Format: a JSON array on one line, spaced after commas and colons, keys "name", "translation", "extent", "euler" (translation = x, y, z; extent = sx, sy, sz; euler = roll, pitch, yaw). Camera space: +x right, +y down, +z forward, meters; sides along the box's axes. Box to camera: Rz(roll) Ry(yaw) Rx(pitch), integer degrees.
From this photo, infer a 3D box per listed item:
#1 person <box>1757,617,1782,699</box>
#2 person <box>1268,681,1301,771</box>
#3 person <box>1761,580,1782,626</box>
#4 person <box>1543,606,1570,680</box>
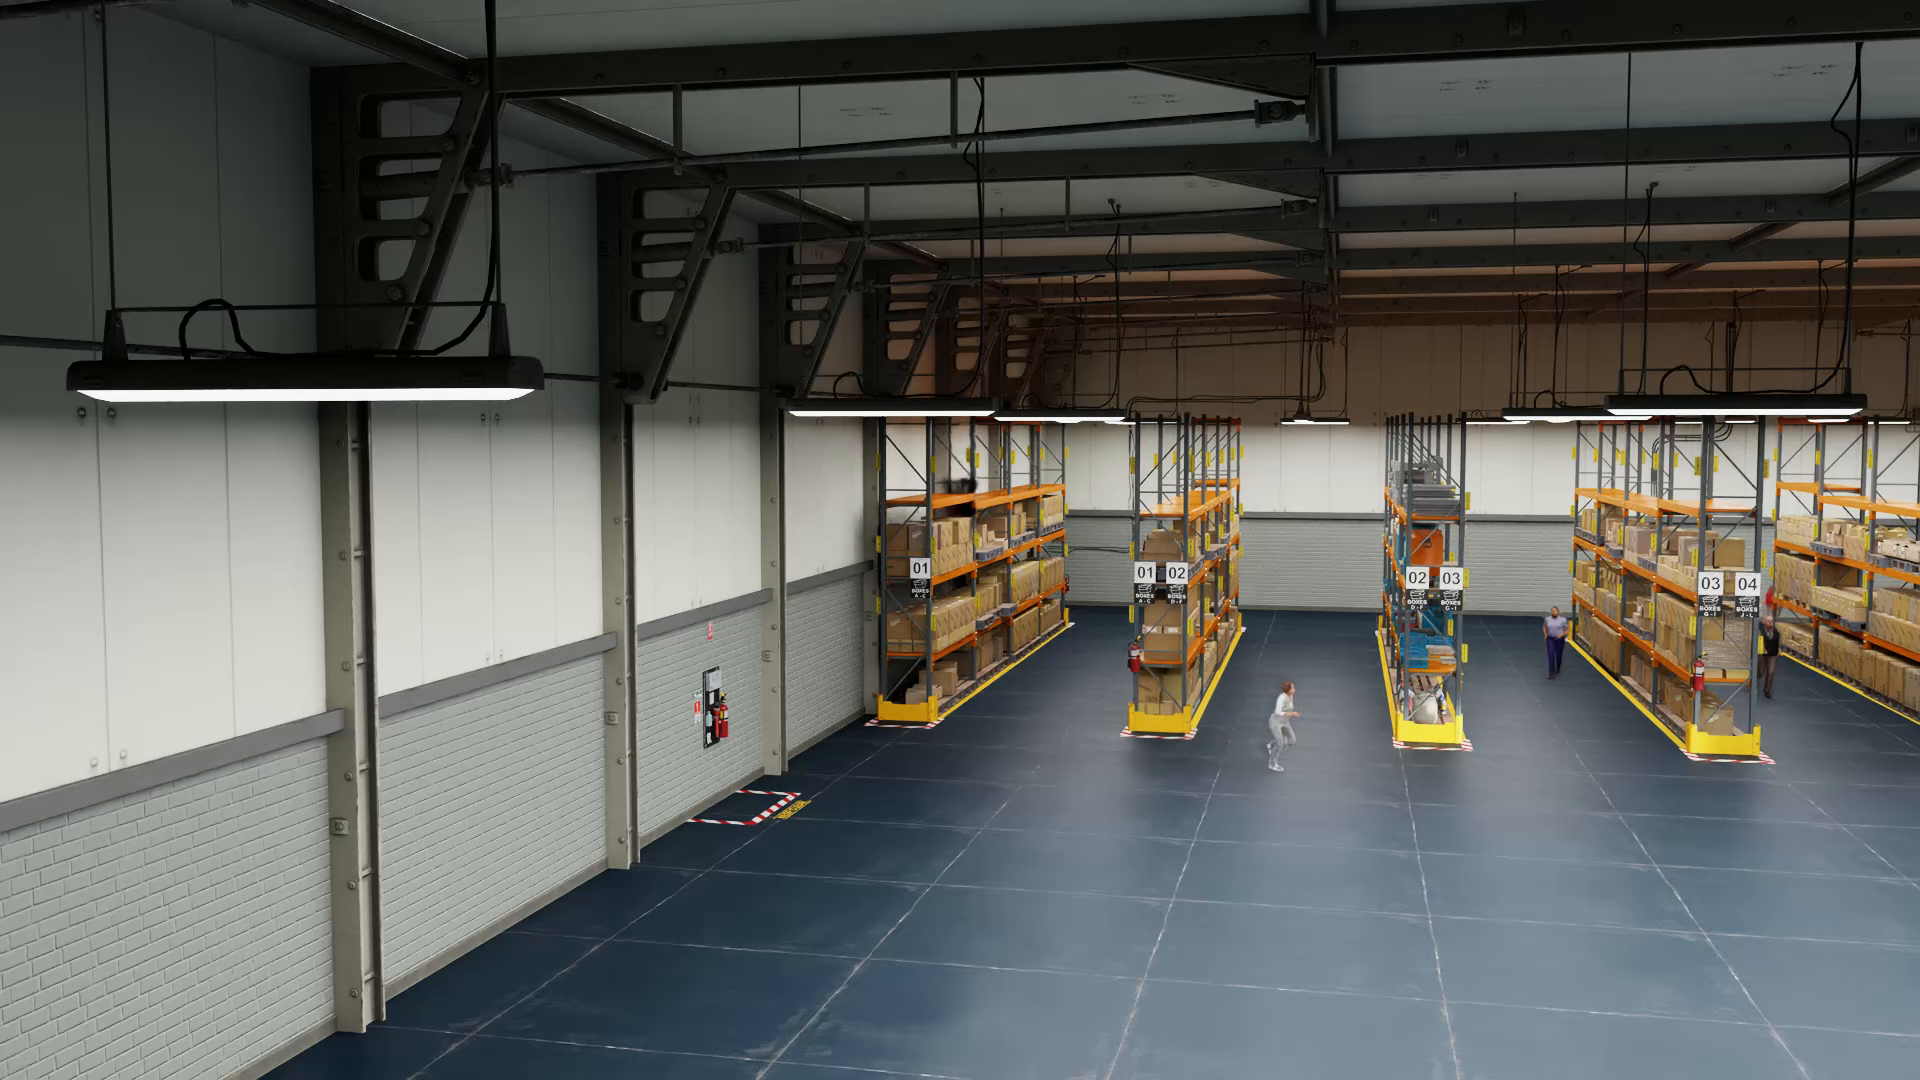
[{"name": "person", "translation": [17.200, 2.477, 35.487], "extent": [0.682, 1.715, 0.948], "euler": [0, 4, 7]}, {"name": "person", "translation": [5.398, 3.092, 27.645], "extent": [0.640, 1.531, 0.517], "euler": [4, 5, 45]}, {"name": "person", "translation": [21.917, 1.873, 44.670], "extent": [0.628, 1.687, 0.685], "euler": [-1, 4, -15]}, {"name": "person", "translation": [13.564, 2.323, 37.850], "extent": [0.599, 1.644, 0.809], "euler": [2, 4, 23]}]
